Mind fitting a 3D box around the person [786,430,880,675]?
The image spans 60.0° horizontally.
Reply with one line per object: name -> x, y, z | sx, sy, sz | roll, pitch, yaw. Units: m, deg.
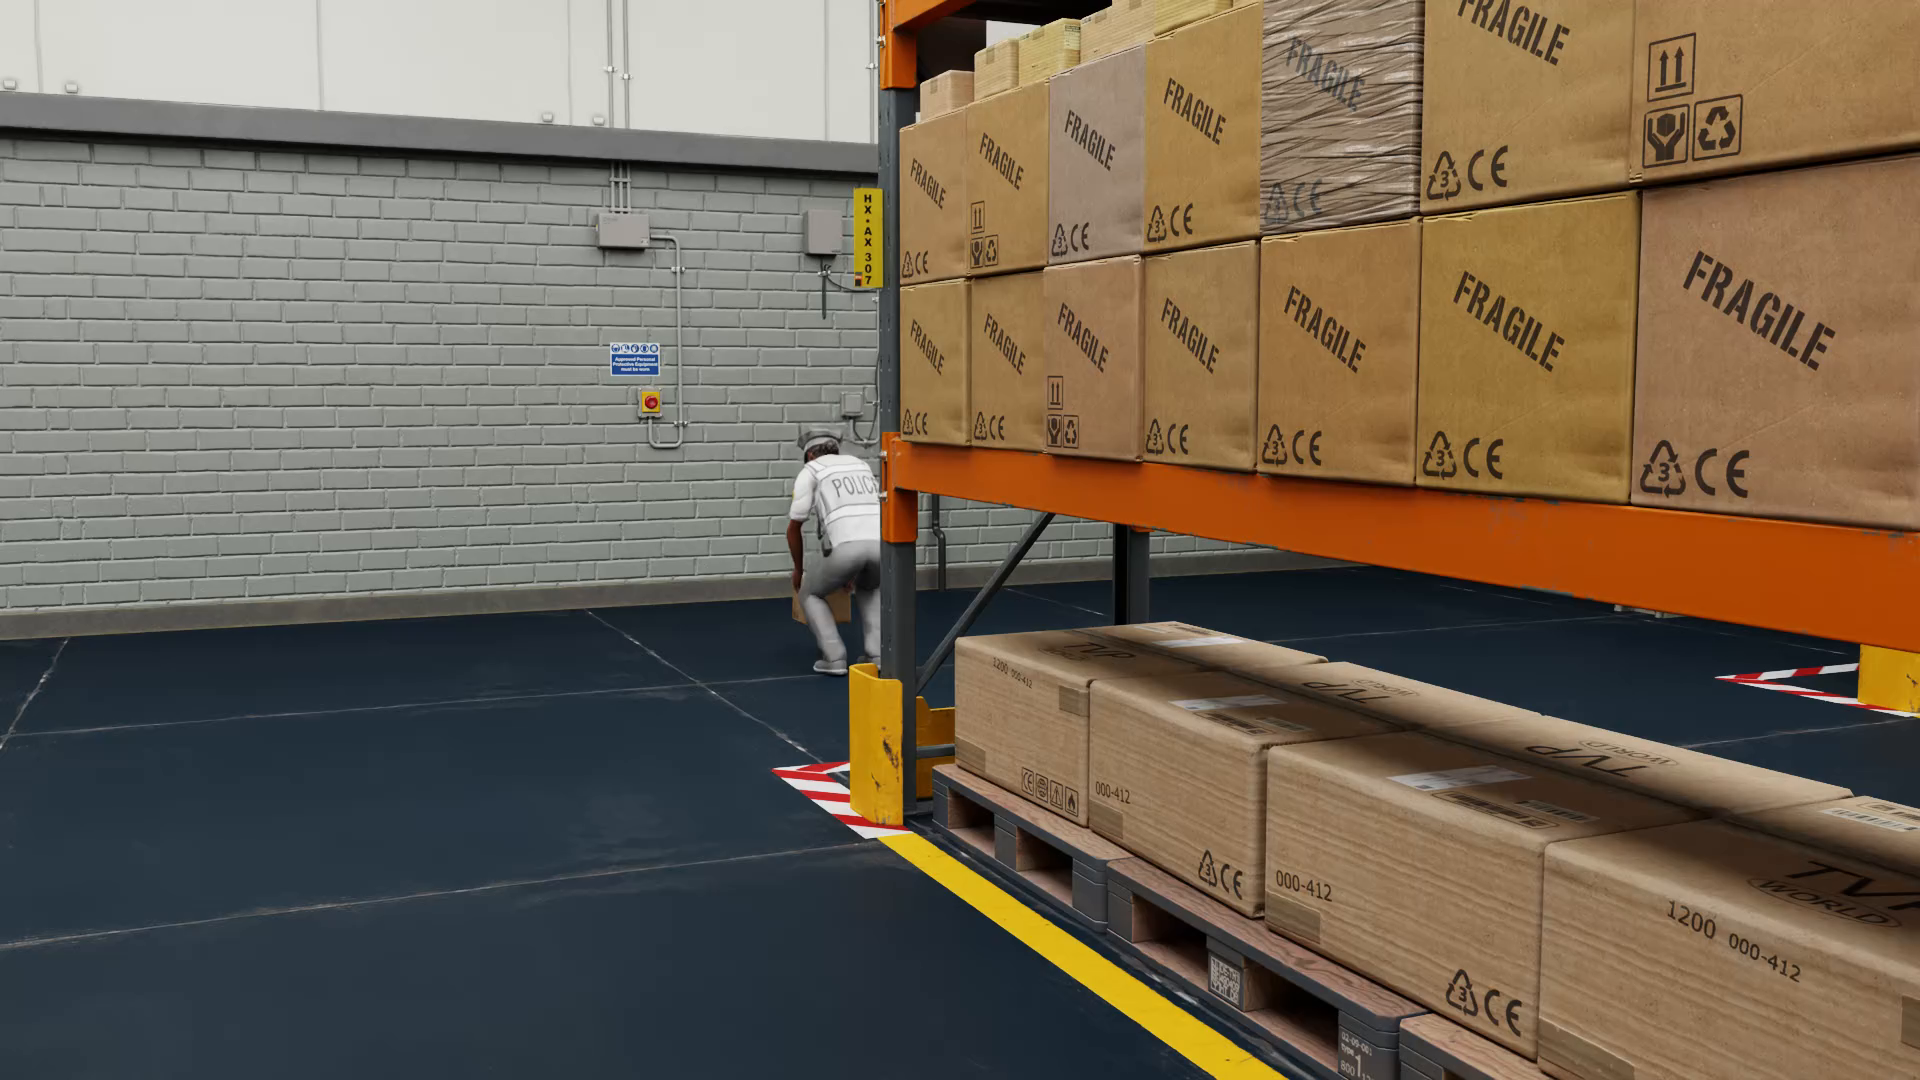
person -> -0.625, 0.058, 8.600 | 0.496, 1.249, 0.777 | -2, 6, -24
